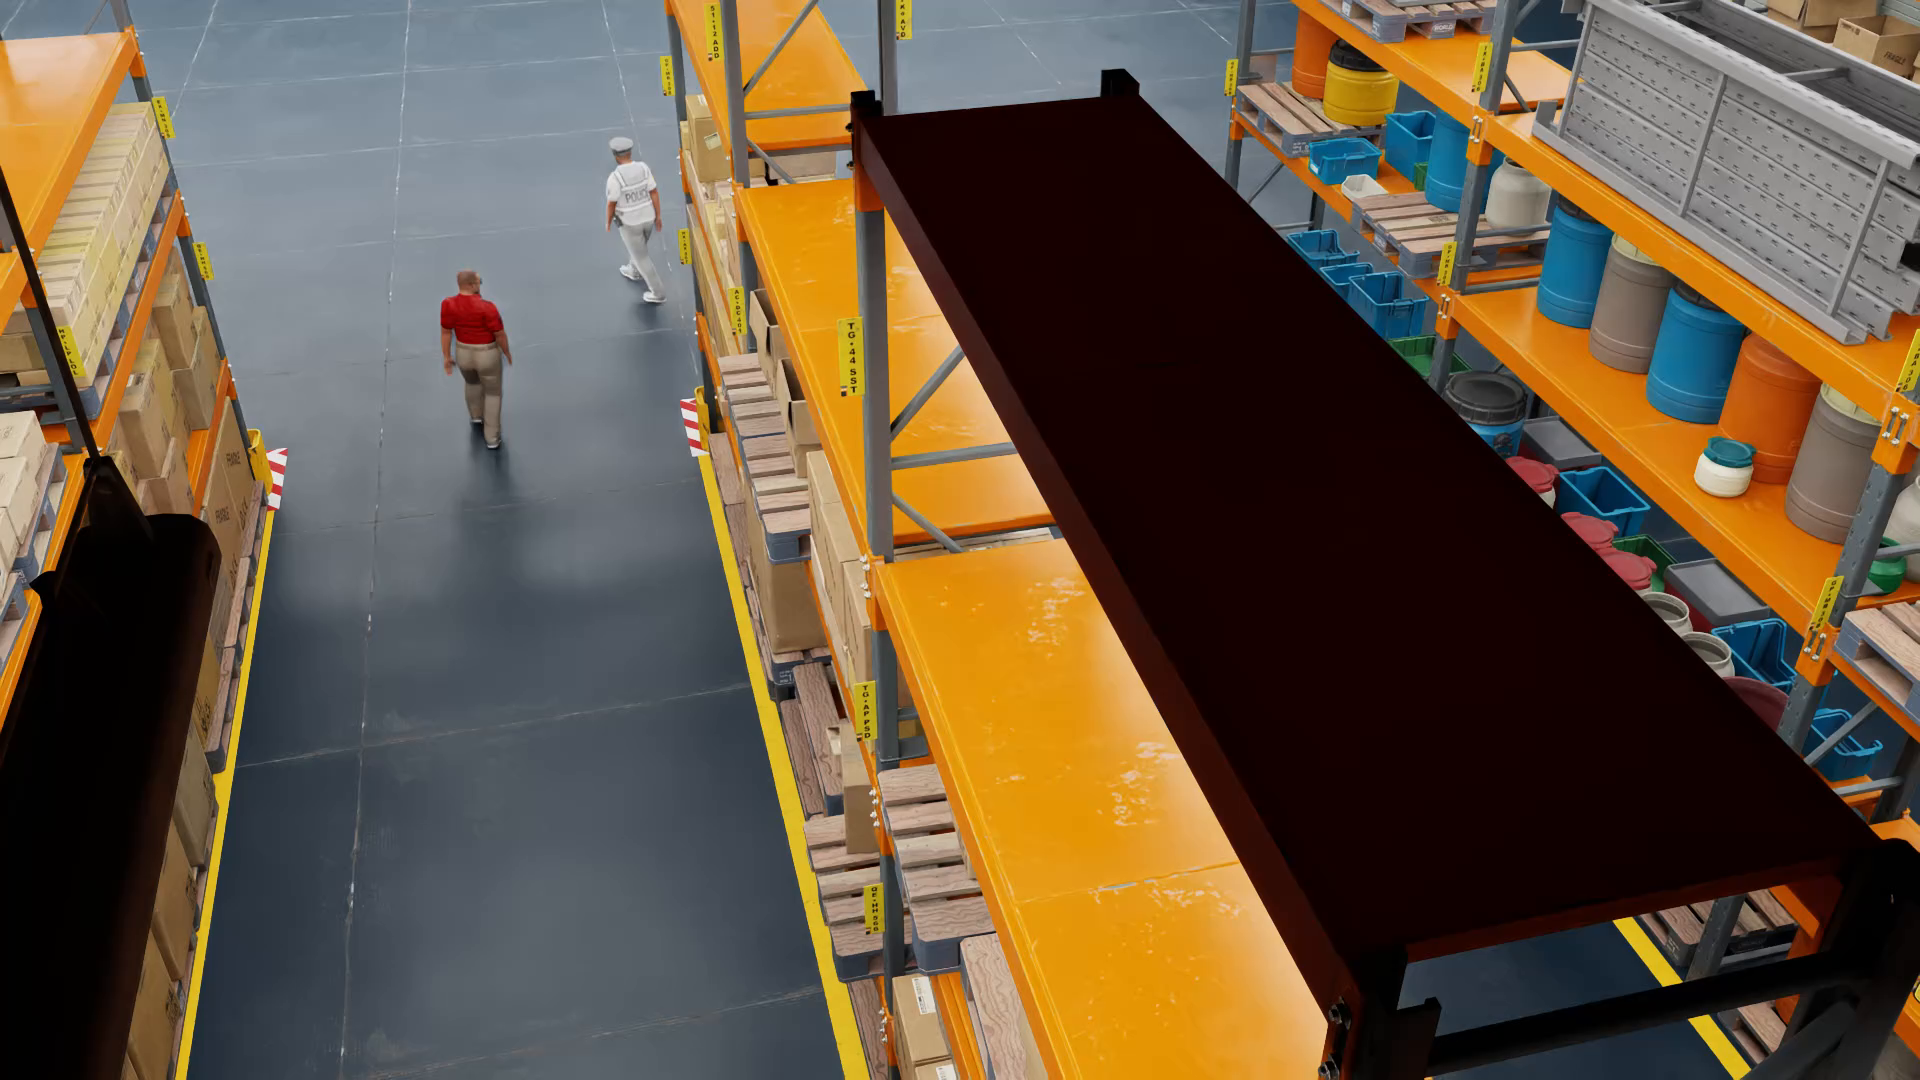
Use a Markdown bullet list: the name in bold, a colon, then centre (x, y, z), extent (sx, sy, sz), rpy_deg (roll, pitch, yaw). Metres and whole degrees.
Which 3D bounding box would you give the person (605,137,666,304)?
- **person**: centre (-3.474, -3.402, 17.505), extent (0.983, 1.701, 0.569), rpy_deg (23, 40, 29)

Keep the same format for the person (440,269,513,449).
- **person**: centre (-4.334, -1.712, 15.076), extent (0.650, 1.732, 0.661), rpy_deg (7, 35, 10)
